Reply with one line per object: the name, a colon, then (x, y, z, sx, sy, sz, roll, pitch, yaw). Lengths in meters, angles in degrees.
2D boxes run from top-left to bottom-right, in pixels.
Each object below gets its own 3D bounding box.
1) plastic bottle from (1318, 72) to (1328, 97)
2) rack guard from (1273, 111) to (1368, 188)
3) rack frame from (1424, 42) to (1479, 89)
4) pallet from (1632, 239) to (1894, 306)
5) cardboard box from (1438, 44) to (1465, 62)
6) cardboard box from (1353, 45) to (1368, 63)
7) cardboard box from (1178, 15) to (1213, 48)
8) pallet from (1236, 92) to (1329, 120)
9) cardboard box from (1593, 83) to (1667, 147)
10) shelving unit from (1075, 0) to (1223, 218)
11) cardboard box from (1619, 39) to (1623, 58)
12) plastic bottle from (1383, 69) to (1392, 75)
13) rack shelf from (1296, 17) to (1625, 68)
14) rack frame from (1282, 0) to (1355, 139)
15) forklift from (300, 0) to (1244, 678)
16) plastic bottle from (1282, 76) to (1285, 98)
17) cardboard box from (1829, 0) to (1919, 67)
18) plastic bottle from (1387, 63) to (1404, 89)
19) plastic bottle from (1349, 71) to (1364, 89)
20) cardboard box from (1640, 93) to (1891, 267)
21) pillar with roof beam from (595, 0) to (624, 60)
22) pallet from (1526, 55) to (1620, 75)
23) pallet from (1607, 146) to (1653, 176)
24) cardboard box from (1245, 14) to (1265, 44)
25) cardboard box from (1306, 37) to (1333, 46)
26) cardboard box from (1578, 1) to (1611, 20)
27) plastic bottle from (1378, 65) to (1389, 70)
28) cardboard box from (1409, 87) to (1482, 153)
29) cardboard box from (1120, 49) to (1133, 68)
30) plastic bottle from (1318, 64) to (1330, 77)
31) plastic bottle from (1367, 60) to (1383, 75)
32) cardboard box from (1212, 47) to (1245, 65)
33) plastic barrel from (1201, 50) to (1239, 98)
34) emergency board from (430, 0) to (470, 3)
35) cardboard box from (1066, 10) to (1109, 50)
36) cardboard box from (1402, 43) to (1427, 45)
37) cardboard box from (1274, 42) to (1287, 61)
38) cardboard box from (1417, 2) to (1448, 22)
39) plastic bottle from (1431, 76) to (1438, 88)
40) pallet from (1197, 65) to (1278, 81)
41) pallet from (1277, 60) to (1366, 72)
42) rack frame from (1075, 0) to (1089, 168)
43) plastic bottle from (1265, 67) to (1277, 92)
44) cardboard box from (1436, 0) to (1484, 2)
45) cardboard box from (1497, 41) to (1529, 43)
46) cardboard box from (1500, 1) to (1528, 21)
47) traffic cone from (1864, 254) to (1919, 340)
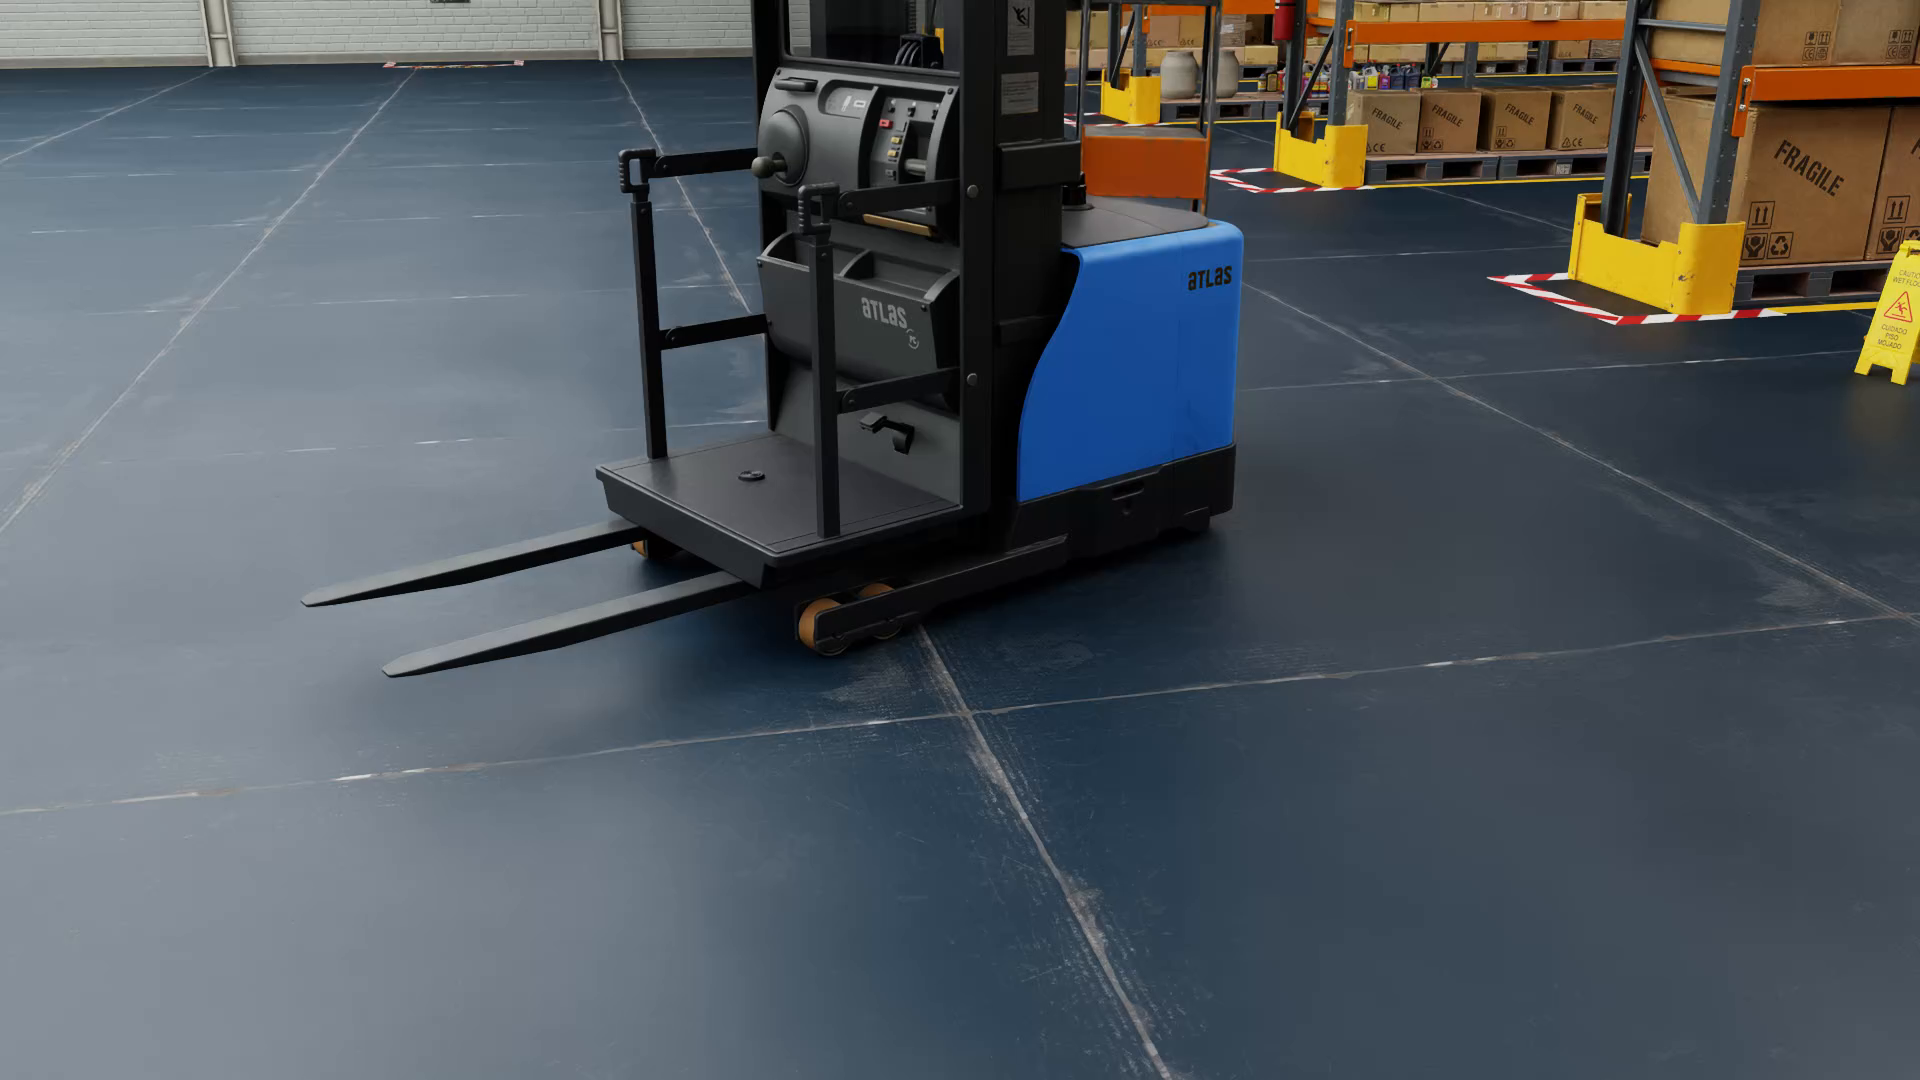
plastic bottle: (4.130, -5.181, 18.925, 0.097, 0.271, 0.097, 0, 20, 0)
rack guard: (3.077, -3.356, 14.249, 0.348, 0.500, 1.175, -5, 21, -12)
rack frame: (5.756, -6.498, 19.193, 0.127, 3.000, 1.000, -5, 21, -12)
pallet: (4.806, -1.635, 9.972, 1.213, 0.211, 1.003, -5, 21, -12)
cardboard box: (7.065, -7.175, 24.428, 0.500, 0.250, 0.500, -4, 21, -11)
cardboard box: (5.567, -7.052, 24.091, 0.500, 0.250, 0.500, -4, 21, -11)
cardboard box: (3.244, -7.228, 23.483, 0.500, 0.500, 0.500, -5, 21, -12)
pallet: (3.903, -5.052, 19.299, 1.213, 0.211, 1.003, -5, 21, -12)
cardboard box: (5.941, -3.798, 14.844, 0.500, 0.500, 0.500, 2, 20, 5)
shelving unit: (0.702, -1.384, 6.518, 0.503, 2.100, 0.431, 2, 20, 2)
cardboard box: (10.018, -7.528, 24.998, 0.500, 0.500, 0.500, -5, 21, -13)
plastic bottle: (4.950, -5.311, 19.272, 0.135, 0.276, 0.152, -5, 21, -12)
rack shelf: (4.949, -4.344, 14.359, 4.000, 0.370, 1.077, -5, 21, -12)
rack frame: (3.003, -4.524, 13.803, 0.127, 3.000, 1.000, -5, 21, -12)
forklift: (-0.487, -1.239, 4.937, 3.031, 2.935, 1.130, -16, 25, -36)
plastic bottle: (3.699, -5.146, 18.829, 0.097, 0.271, 0.097, 0, 20, 0)
cardboard box: (4.927, -3.021, 9.483, 0.550, 0.550, 0.875, -5, 21, -12)
plastic bottle: (5.009, -5.298, 19.129, 0.185, 0.351, 0.144, -6, 21, -15)
plastic bottle: (4.535, -5.226, 19.040, 0.135, 0.276, 0.152, -4, 21, -11)
cardboard box: (4.690, -2.131, 9.749, 0.875, 0.875, 0.875, -5, 21, -12)
pillar with roof beam: (-4.783, -10.744, 22.061, 0.400, 9.000, 9.100, -5, 21, -12)
pallet: (9.247, -7.210, 25.191, 1.213, 0.211, 1.003, -5, 21, -12)
pallet: (6.250, -3.466, 14.969, 1.213, 0.211, 1.003, -5, 21, -12)
cardboard box: (4.096, -7.483, 24.178, 0.500, 0.500, 0.500, -5, 21, -12)
cardboard box: (5.079, -7.275, 23.886, 0.500, 0.311, 0.500, -5, 21, -12)
cardboard box: (5.291, -4.493, 14.084, 0.250, 0.149, 0.380, -5, 21, -12)
plastic bottle: (5.036, -5.513, 19.823, 0.135, 0.276, 0.152, -4, 20, -11)
cardboard box: (4.188, -3.650, 14.440, 0.500, 0.500, 0.500, 1, 20, 2)
cardboard box: (2.272, -6.794, 23.388, 0.500, 0.250, 0.500, -5, 21, -12)
plastic bottle: (4.277, -5.487, 19.645, 0.185, 0.351, 0.144, -5, 21, -13)
plastic bottle: (4.908, -5.488, 19.646, 0.185, 0.351, 0.144, -5, 21, -12)
cardboard box: (3.730, -6.916, 23.722, 0.500, 0.250, 0.500, -5, 21, -12)
plastic barrel: (2.974, -5.328, 19.005, 0.421, 0.512, 0.421, 0, 20, 0)
emergency board: (-8.200, -9.190, 26.542, 0.626, 1.169, 0.157, -5, 21, -12)
cardboard box: (1.786, -7.106, 23.150, 0.500, 0.500, 0.500, -5, 21, -12)
cardboard box: (6.575, -7.397, 24.219, 0.500, 0.311, 0.500, -4, 21, -11)
cardboard box: (4.956, -7.192, 24.475, 0.500, 0.250, 0.500, -5, 21, -13)
cardboard box: (3.829, -4.377, 13.766, 0.250, 0.149, 0.380, -5, 21, -12)
plastic bottle: (5.474, -5.258, 19.235, 0.097, 0.201, 0.097, 0, 20, 0)
pallet: (3.836, -6.798, 24.066, 1.213, 0.211, 1.003, -5, 21, -12)
pallet: (5.328, -6.919, 24.394, 1.213, 0.211, 1.003, -5, 21, -12)
rack frame: (0.459, -1.393, 6.525, 0.015, 2.100, 0.400, 2, 20, 2)
plastic bottle: (3.659, -5.420, 19.559, 0.133, 0.283, 0.061, -4, 21, -11)
cardboard box: (4.003, -4.824, 14.046, 0.500, 0.500, 0.875, -5, 21, -12)
cardboard box: (8.059, -7.519, 24.550, 0.500, 0.311, 0.500, -4, 21, -11)
cardboard box: (4.550, -4.450, 13.966, 0.250, 0.149, 0.380, -5, 21, -12)
traffic cone: (4.889, -1.231, 8.502, 0.334, 0.463, 0.336, -5, 21, -12)
